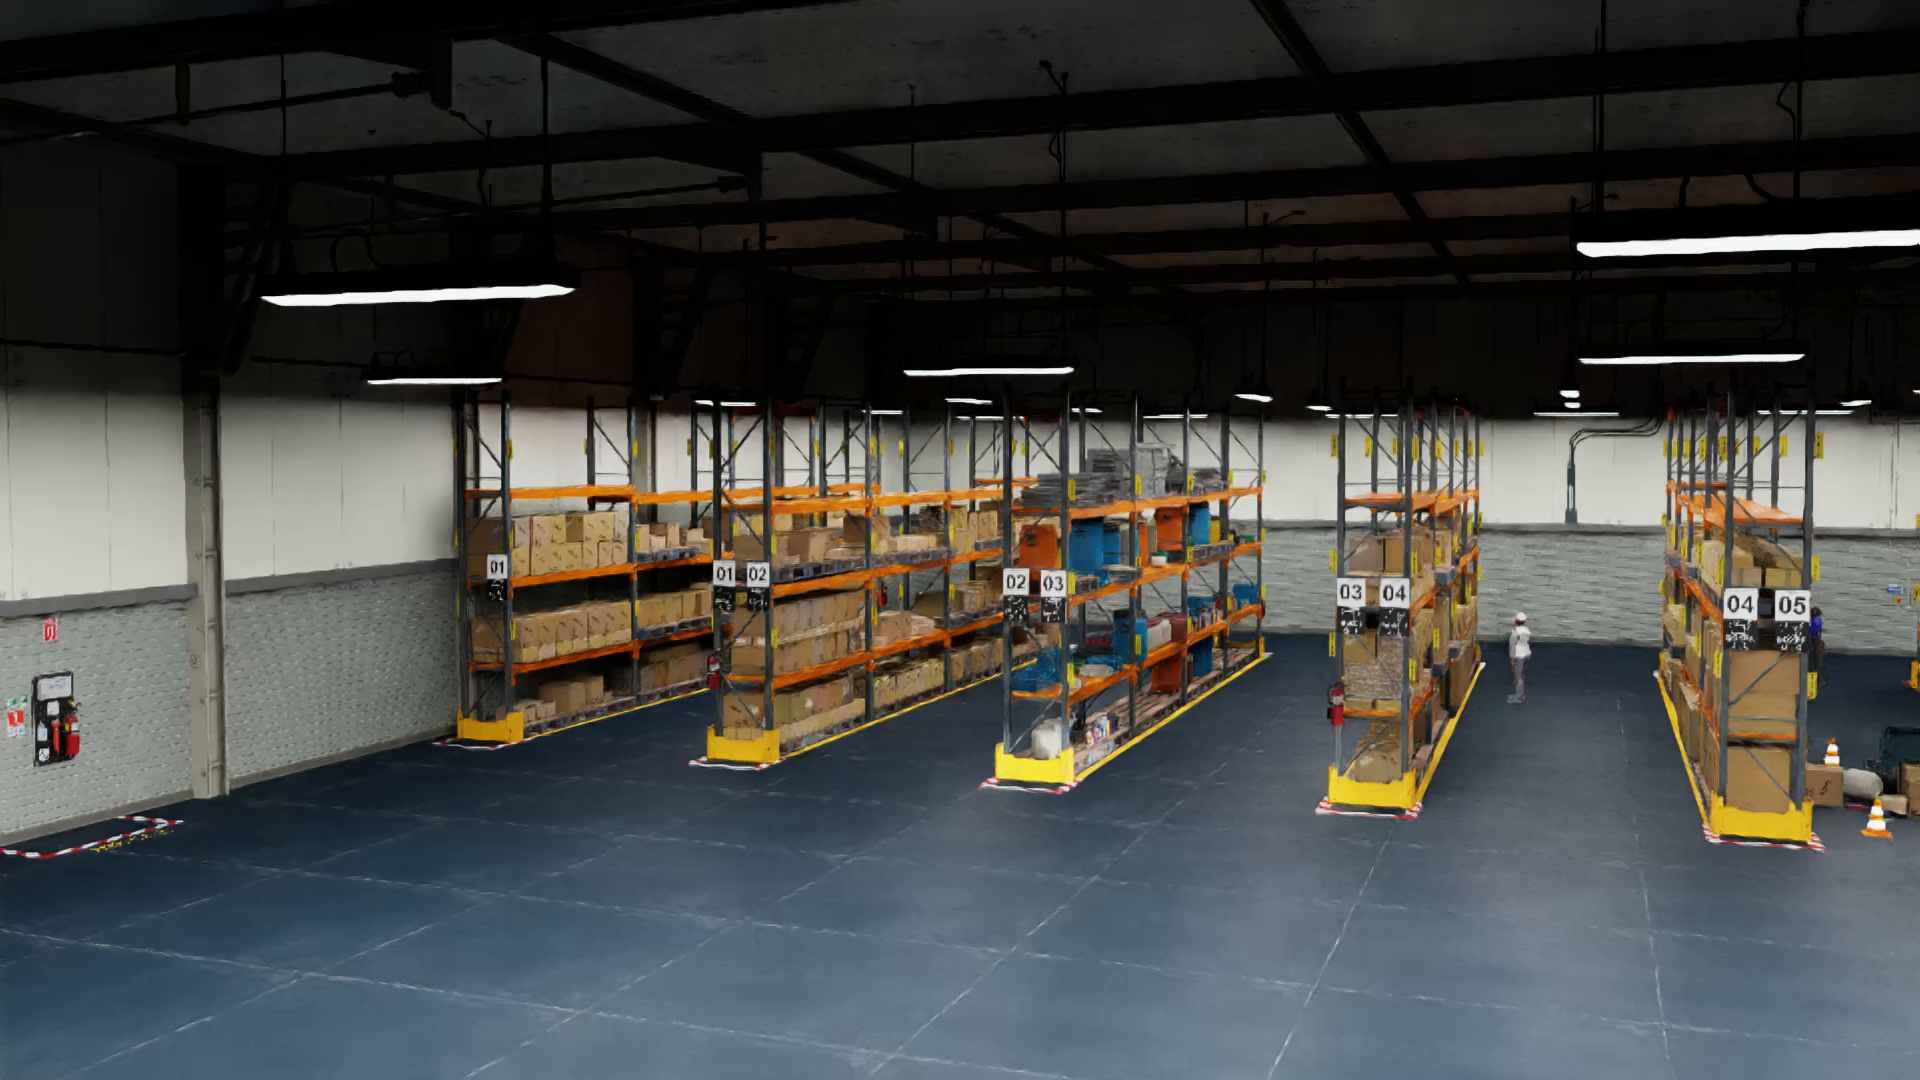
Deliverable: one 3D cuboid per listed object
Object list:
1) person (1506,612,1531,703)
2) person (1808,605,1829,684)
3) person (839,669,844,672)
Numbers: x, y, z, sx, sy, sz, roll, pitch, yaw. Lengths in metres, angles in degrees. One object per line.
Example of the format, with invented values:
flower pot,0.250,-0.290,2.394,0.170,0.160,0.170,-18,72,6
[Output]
person,10.980,2.298,32.790,0.578,1.775,0.494,-2,4,-38
person,18.218,2.249,35.394,0.492,1.600,0.571,1,3,14
person,-2.753,2.183,35.971,0.556,1.666,1.040,1,3,19
